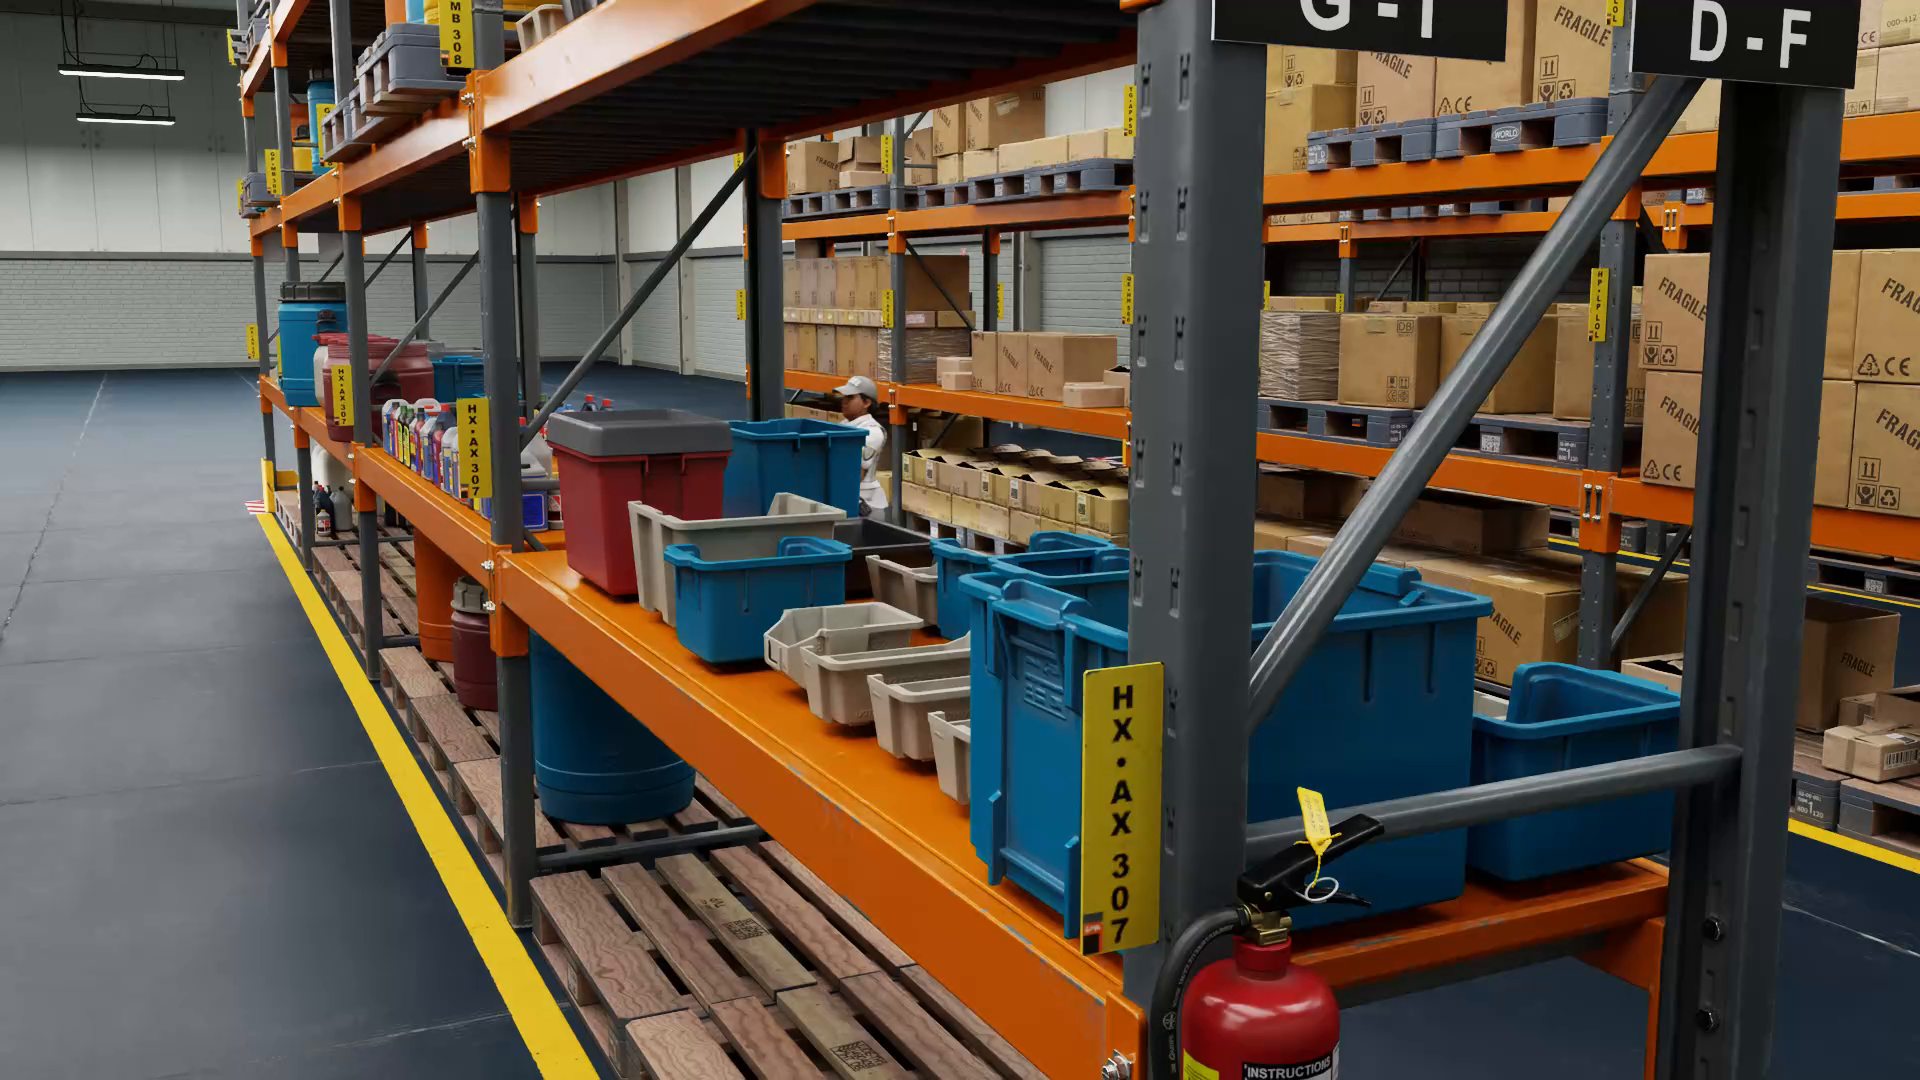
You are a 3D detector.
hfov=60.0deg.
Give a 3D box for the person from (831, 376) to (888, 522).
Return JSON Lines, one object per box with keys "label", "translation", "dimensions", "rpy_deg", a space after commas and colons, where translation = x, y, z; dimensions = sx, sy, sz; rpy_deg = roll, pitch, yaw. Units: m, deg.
{"label": "person", "translation": [-0.699, -0.129, 9.721], "dimensions": [0.534, 1.653, 0.452], "rpy_deg": [-4, 10, -25]}
